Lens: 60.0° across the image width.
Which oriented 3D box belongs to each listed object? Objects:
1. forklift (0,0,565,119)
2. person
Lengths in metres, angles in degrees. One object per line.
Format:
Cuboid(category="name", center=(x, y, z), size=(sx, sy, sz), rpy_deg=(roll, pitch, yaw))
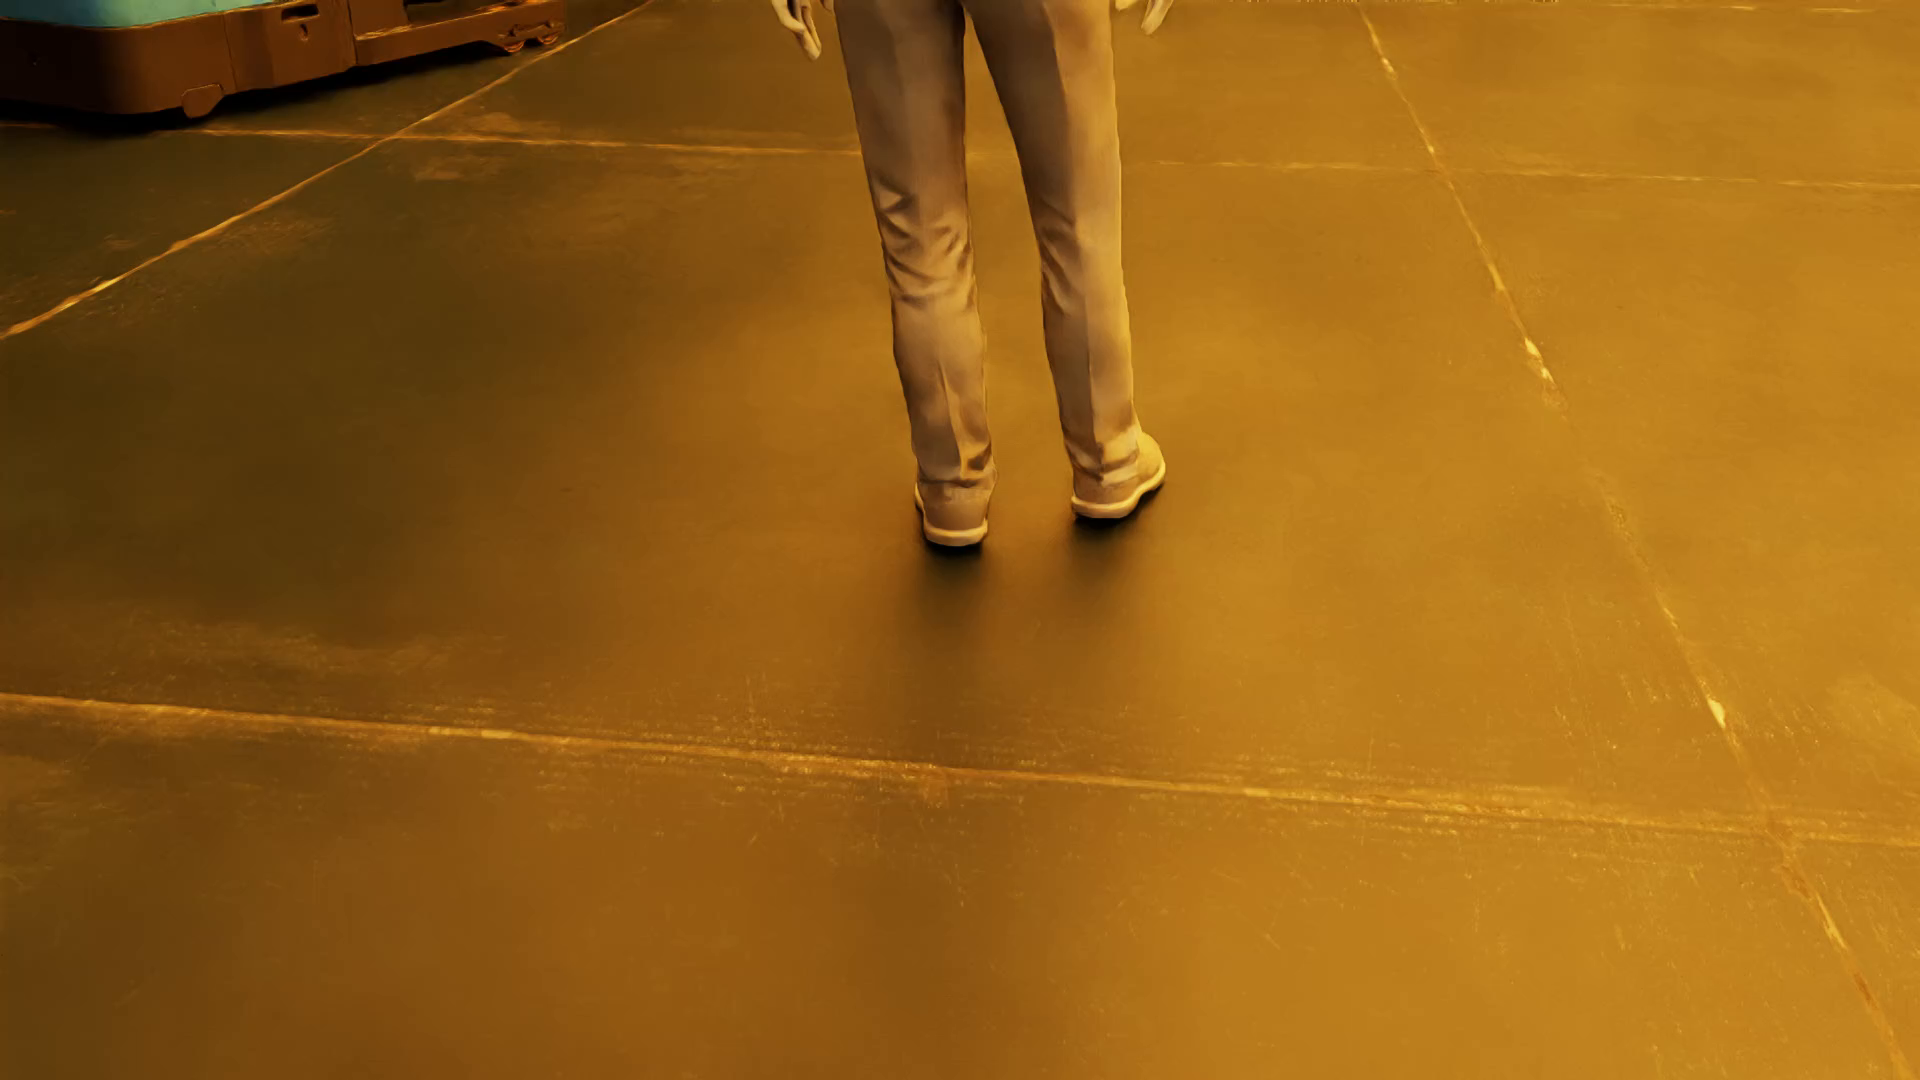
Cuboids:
Cuboid(category="forklift", center=(-2.141, -3.166, 5.563), size=(1.130, 2.935, 3.031), rpy_deg=(13, 29, 24))
Cuboid(category="person", center=(0.016, -0.795, 2.178), size=(0.586, 1.695, 0.533), rpy_deg=(3, 27, 7))
